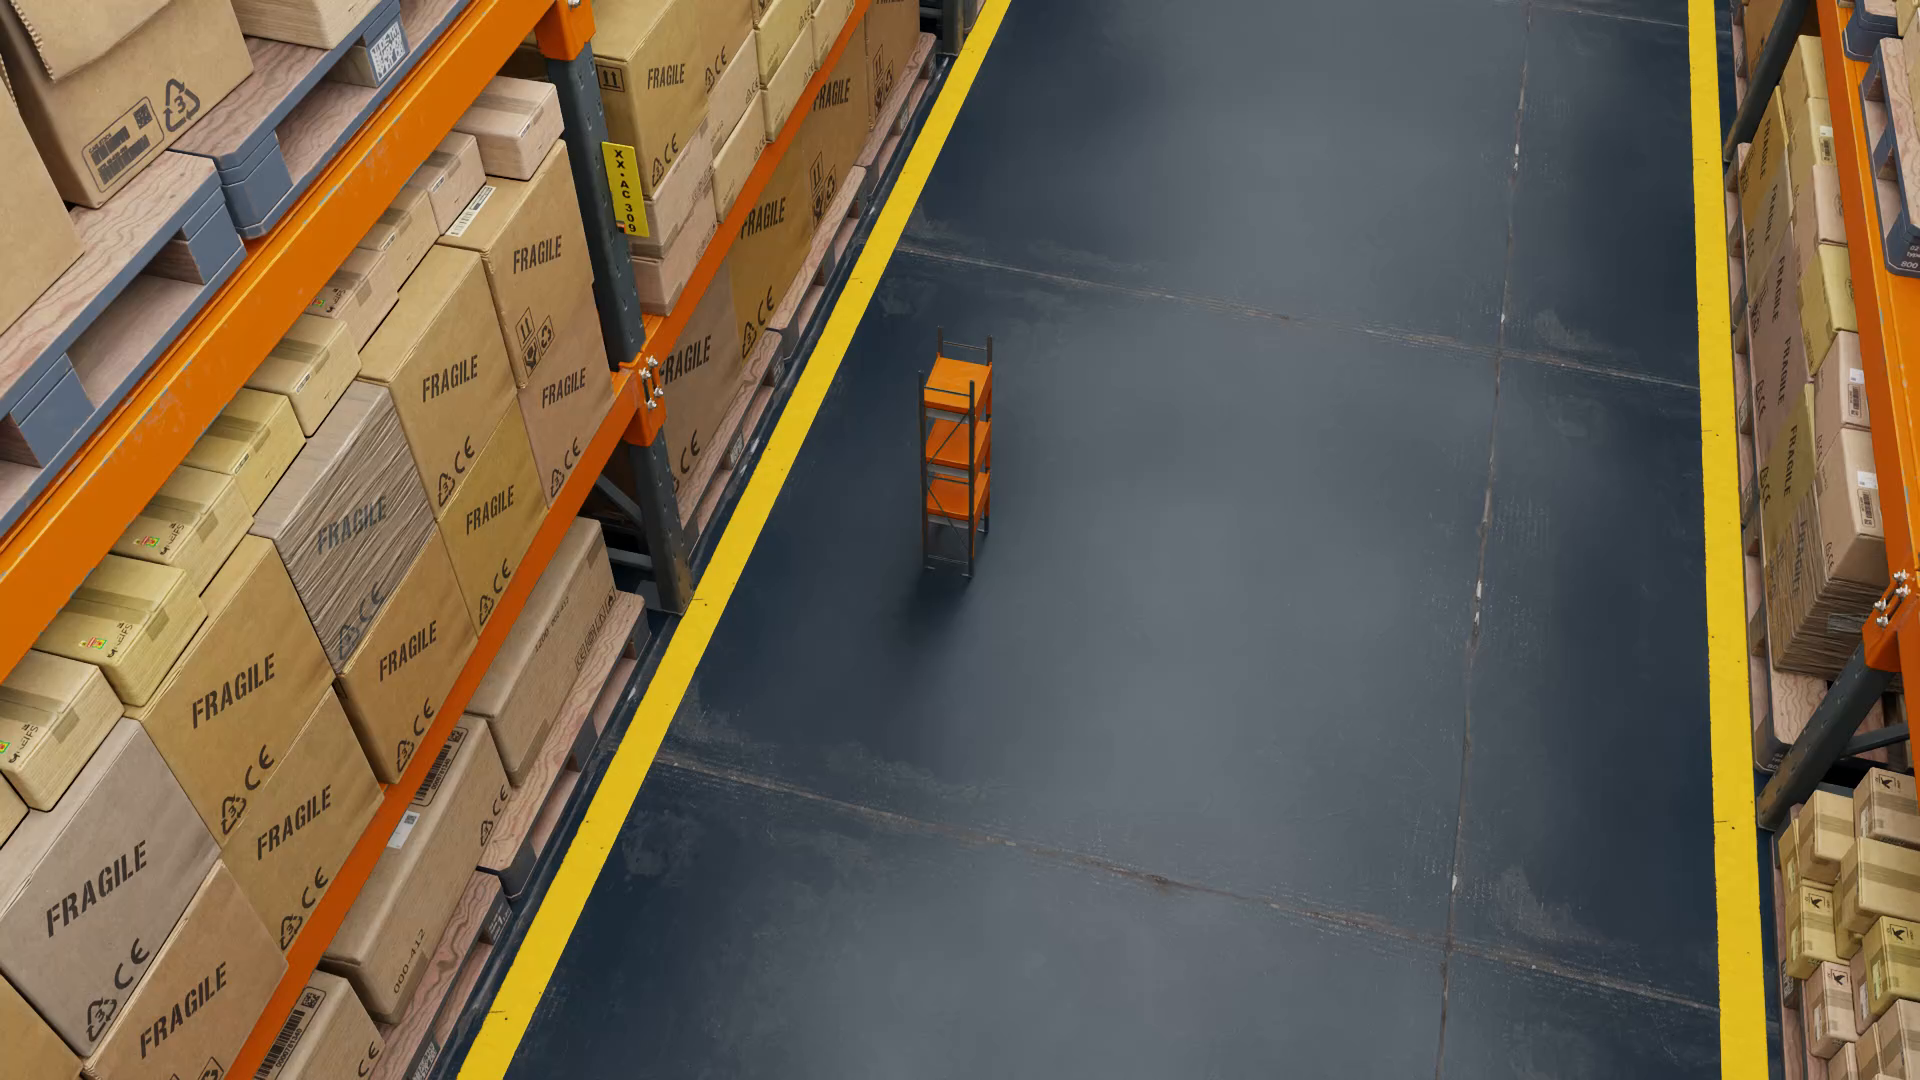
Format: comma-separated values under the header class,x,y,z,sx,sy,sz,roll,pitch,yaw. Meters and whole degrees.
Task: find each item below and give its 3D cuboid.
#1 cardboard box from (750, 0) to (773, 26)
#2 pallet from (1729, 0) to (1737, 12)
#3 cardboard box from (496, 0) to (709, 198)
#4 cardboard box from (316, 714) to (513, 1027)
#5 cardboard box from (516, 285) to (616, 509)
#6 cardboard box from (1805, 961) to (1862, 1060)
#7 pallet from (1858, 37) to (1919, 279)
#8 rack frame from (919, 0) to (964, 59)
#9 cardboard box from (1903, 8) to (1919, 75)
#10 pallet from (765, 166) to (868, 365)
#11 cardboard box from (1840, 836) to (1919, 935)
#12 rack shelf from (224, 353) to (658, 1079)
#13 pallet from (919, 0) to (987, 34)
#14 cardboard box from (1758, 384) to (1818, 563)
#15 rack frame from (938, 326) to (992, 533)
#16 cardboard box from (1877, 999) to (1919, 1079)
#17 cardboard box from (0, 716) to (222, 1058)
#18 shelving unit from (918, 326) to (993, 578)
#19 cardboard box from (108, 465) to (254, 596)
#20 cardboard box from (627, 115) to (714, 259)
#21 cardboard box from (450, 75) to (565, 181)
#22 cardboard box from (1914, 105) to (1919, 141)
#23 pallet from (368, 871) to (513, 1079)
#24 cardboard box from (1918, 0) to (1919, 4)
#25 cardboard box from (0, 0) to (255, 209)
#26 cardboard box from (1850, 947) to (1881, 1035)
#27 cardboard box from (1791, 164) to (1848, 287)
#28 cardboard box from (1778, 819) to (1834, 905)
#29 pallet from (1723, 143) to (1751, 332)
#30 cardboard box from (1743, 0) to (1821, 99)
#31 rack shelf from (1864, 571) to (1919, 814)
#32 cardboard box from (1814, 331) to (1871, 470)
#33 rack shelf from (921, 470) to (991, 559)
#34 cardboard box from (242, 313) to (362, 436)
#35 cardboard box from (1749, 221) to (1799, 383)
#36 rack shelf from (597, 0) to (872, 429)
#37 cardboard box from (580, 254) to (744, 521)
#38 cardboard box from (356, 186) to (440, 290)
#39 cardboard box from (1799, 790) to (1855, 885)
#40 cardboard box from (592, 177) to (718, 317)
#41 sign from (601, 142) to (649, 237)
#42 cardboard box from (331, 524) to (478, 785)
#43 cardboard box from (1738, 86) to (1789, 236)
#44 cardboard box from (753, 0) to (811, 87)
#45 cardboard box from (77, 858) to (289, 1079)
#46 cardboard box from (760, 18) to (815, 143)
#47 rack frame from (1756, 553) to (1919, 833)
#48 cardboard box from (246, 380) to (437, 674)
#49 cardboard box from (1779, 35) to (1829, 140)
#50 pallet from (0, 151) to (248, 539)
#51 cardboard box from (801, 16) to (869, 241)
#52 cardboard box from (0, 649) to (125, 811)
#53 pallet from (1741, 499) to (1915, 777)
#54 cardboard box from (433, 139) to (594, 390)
class,x,y,z,sx,sy,sz,roll,pitch,yaw
cardboard box,-0.897,-2.198,5.875,0.500,0.500,0.500,10,49,9
pallet,4.926,-3.339,9.475,1.003,0.211,1.213,12,50,10
cardboard box,-1.139,-1.463,5.225,0.500,0.500,0.500,12,50,10
cardboard box,-2.036,0.952,5.256,0.875,0.438,0.875,10,49,9
cardboard box,-1.407,-0.484,5.029,0.500,0.500,0.500,12,50,10
cardboard box,2.779,1.454,5.007,0.380,0.149,0.250,11,50,10
pallet,3.842,-1.323,5.964,1.003,0.211,1.213,12,50,10
rack frame,-0.479,-3.730,7.961,1.000,3.000,0.127,12,50,10
cardboard box,3.732,-1.821,6.163,0.380,0.149,0.250,13,50,11
pallet,-1.082,-1.373,7.739,1.003,0.211,1.213,12,50,10
cardboard box,2.850,1.070,4.948,0.380,0.149,0.250,14,50,12
rack shelf,-2.058,0.848,4.400,1.077,0.370,4.000,12,50,10
pallet,-0.272,-3.373,9.505,1.003,0.211,1.213,12,50,10
cardboard box,3.357,-0.201,6.233,0.500,0.500,0.500,11,49,9
rack frame,0.018,-0.397,6.319,0.200,1.050,0.008,12,50,10
cardboard box,2.784,1.456,4.608,0.380,0.149,0.250,10,49,9
cardboard box,-1.926,0.652,3.359,0.500,0.500,0.500,11,50,10
shelving unit,-0.014,-0.309,6.241,0.215,1.050,0.252,12,50,10
cardboard box,-1.753,-0.037,3.535,0.380,0.149,0.250,12,50,10
cardboard box,-1.144,-1.215,5.508,0.500,0.250,0.500,10,49,9
cardboard box,-1.306,-1.130,4.499,0.380,0.149,0.250,11,49,9
cardboard box,3.594,-1.451,5.837,0.380,0.149,0.250,10,49,9
pallet,-2.127,1.506,5.199,1.003,0.211,1.213,12,50,10
cardboard box,3.800,-2.098,6.209,0.380,0.149,0.250,12,50,10
cardboard box,-1.856,-1.054,3.182,0.797,0.503,0.637,15,50,13
cardboard box,2.857,1.356,4.895,0.380,0.149,0.250,11,50,10
cardboard box,3.632,-1.213,6.626,0.500,0.250,0.500,12,50,10
cardboard box,2.865,1.071,5.344,0.380,0.149,0.250,10,49,8
pallet,4.116,-1.339,7.710,1.003,0.211,1.213,12,50,10
cardboard box,4.570,-2.644,8.222,1.050,0.750,0.750,11,49,10
rack shelf,2.744,1.751,3.602,1.077,0.370,4.000,12,50,10
cardboard box,3.371,-0.451,5.953,0.500,0.250,0.500,14,50,12
rack shelf,-0.014,-0.118,6.457,0.215,0.259,0.240,12,50,10
cardboard box,-1.635,-0.408,3.862,0.380,0.149,0.250,11,50,10
cardboard box,3.631,-0.941,6.885,0.500,0.500,0.500,10,49,9
rack shelf,-1.005,-2.046,6.953,1.077,0.370,4.000,12,50,10
cardboard box,-1.446,-0.737,6.456,0.875,0.875,0.875,13,50,11
cardboard box,-1.555,-0.782,4.192,0.380,0.149,0.250,12,50,10
cardboard box,2.866,0.972,5.234,0.380,0.149,0.250,14,50,12
cardboard box,-1.161,-1.054,5.698,0.500,0.250,0.500,11,49,9
sign,-0.996,-1.041,4.957,0.100,0.325,0.005,12,50,10
cardboard box,-1.656,0.256,4.376,0.500,0.500,0.500,11,49,9
cardboard box,3.891,-1.677,7.535,0.500,0.500,0.500,10,49,8
cardboard box,-0.875,-1.958,6.163,0.500,0.250,0.500,12,50,11
cardboard box,-1.924,0.997,3.722,0.500,0.500,0.500,11,50,10
cardboard box,-0.876,-1.796,6.353,0.500,0.250,0.500,11,50,10
rack frame,3.270,0.067,4.609,1.000,3.000,0.127,12,50,10
cardboard box,-1.656,-0.070,3.996,0.500,0.500,0.500,12,50,11
cardboard box,3.908,-1.936,7.263,0.500,0.250,0.500,10,49,8
pallet,-2.080,-0.331,3.019,1.003,0.211,1.213,12,50,10
cardboard box,-0.980,-2.039,7.605,0.875,0.875,0.875,12,50,10
cardboard box,-1.868,0.340,3.202,0.380,0.149,0.250,12,50,10
pallet,3.474,0.426,6.152,1.003,0.211,1.213,12,50,10
cardboard box,-1.390,-0.805,4.645,0.500,0.500,0.500,11,50,10
